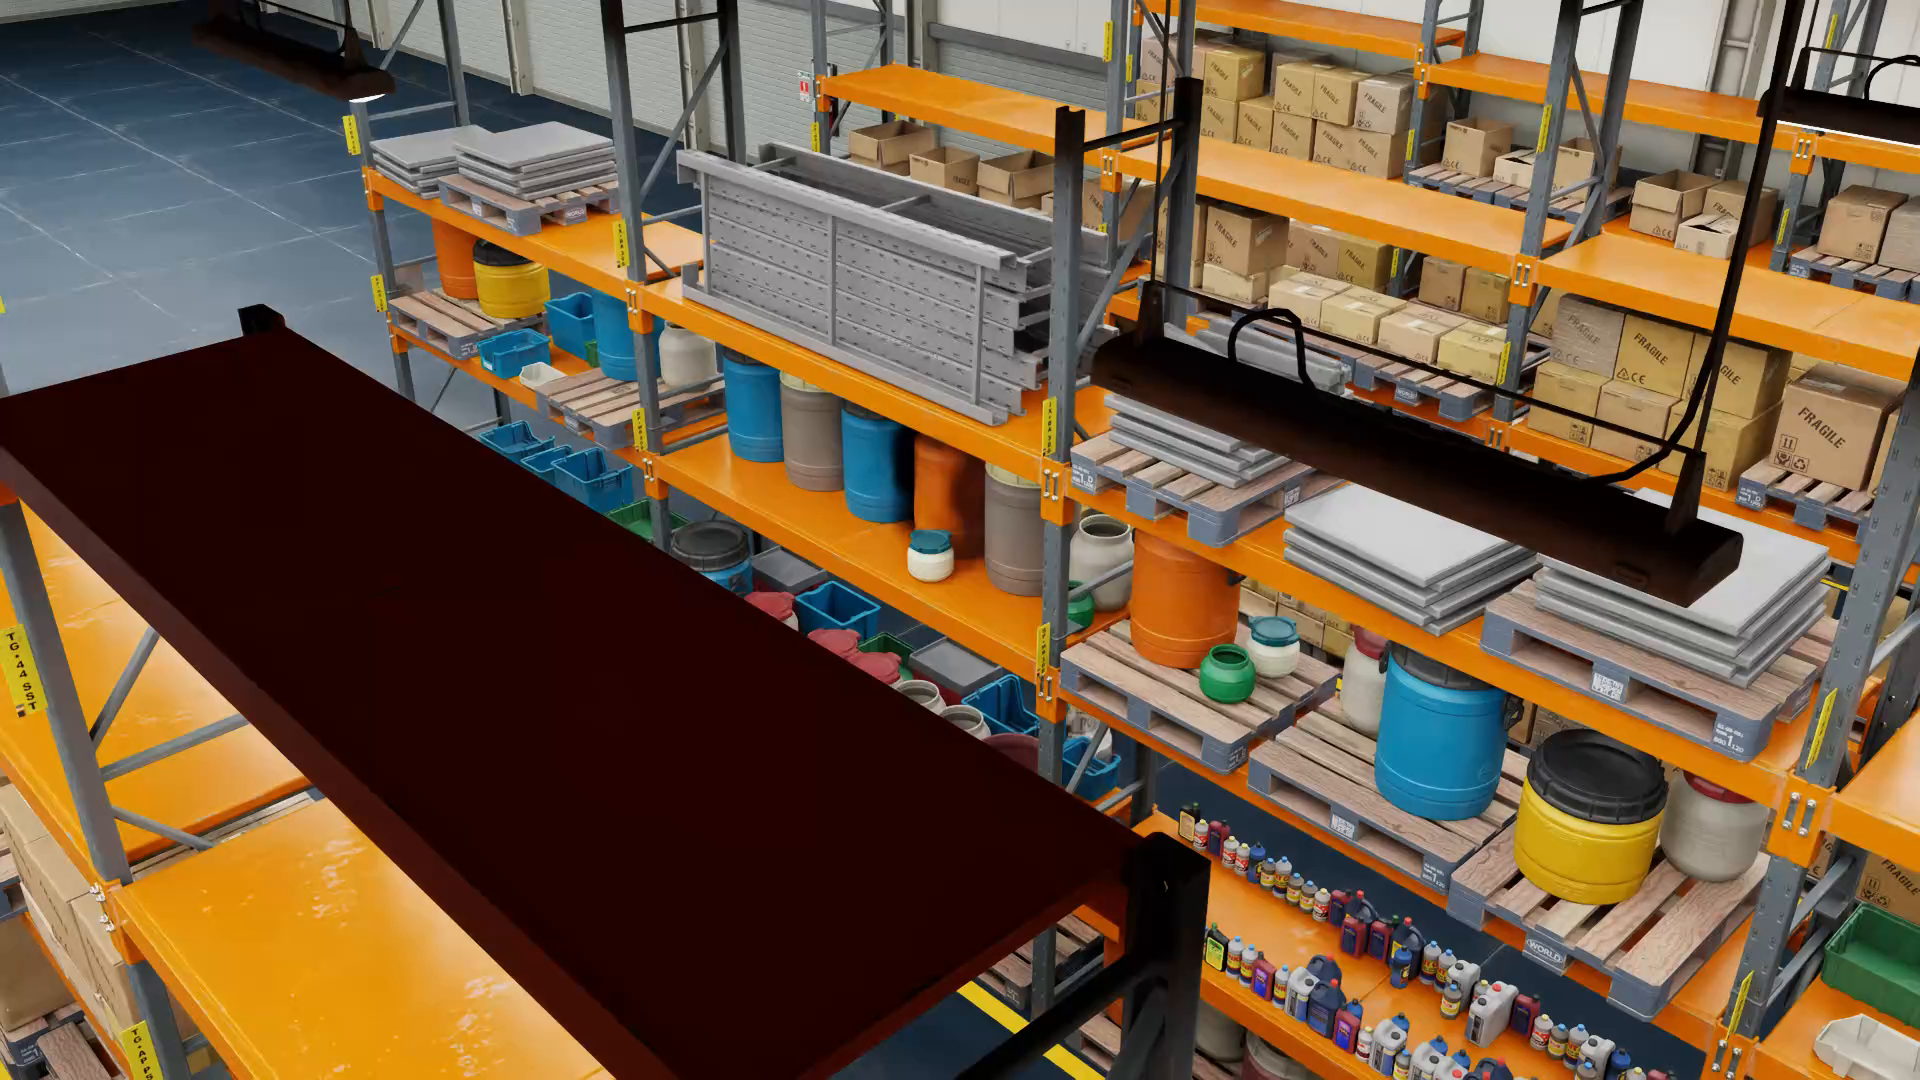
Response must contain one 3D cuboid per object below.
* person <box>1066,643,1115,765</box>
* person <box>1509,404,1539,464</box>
[{"bbox_3d":[0.916,1.532,12.167,0.503,1.669,0.420,-17,33,-29],"label":"person"},{"bbox_3d":[5.300,-0.528,16.013,0.606,1.804,0.643,3,28,5],"label":"person"}]
